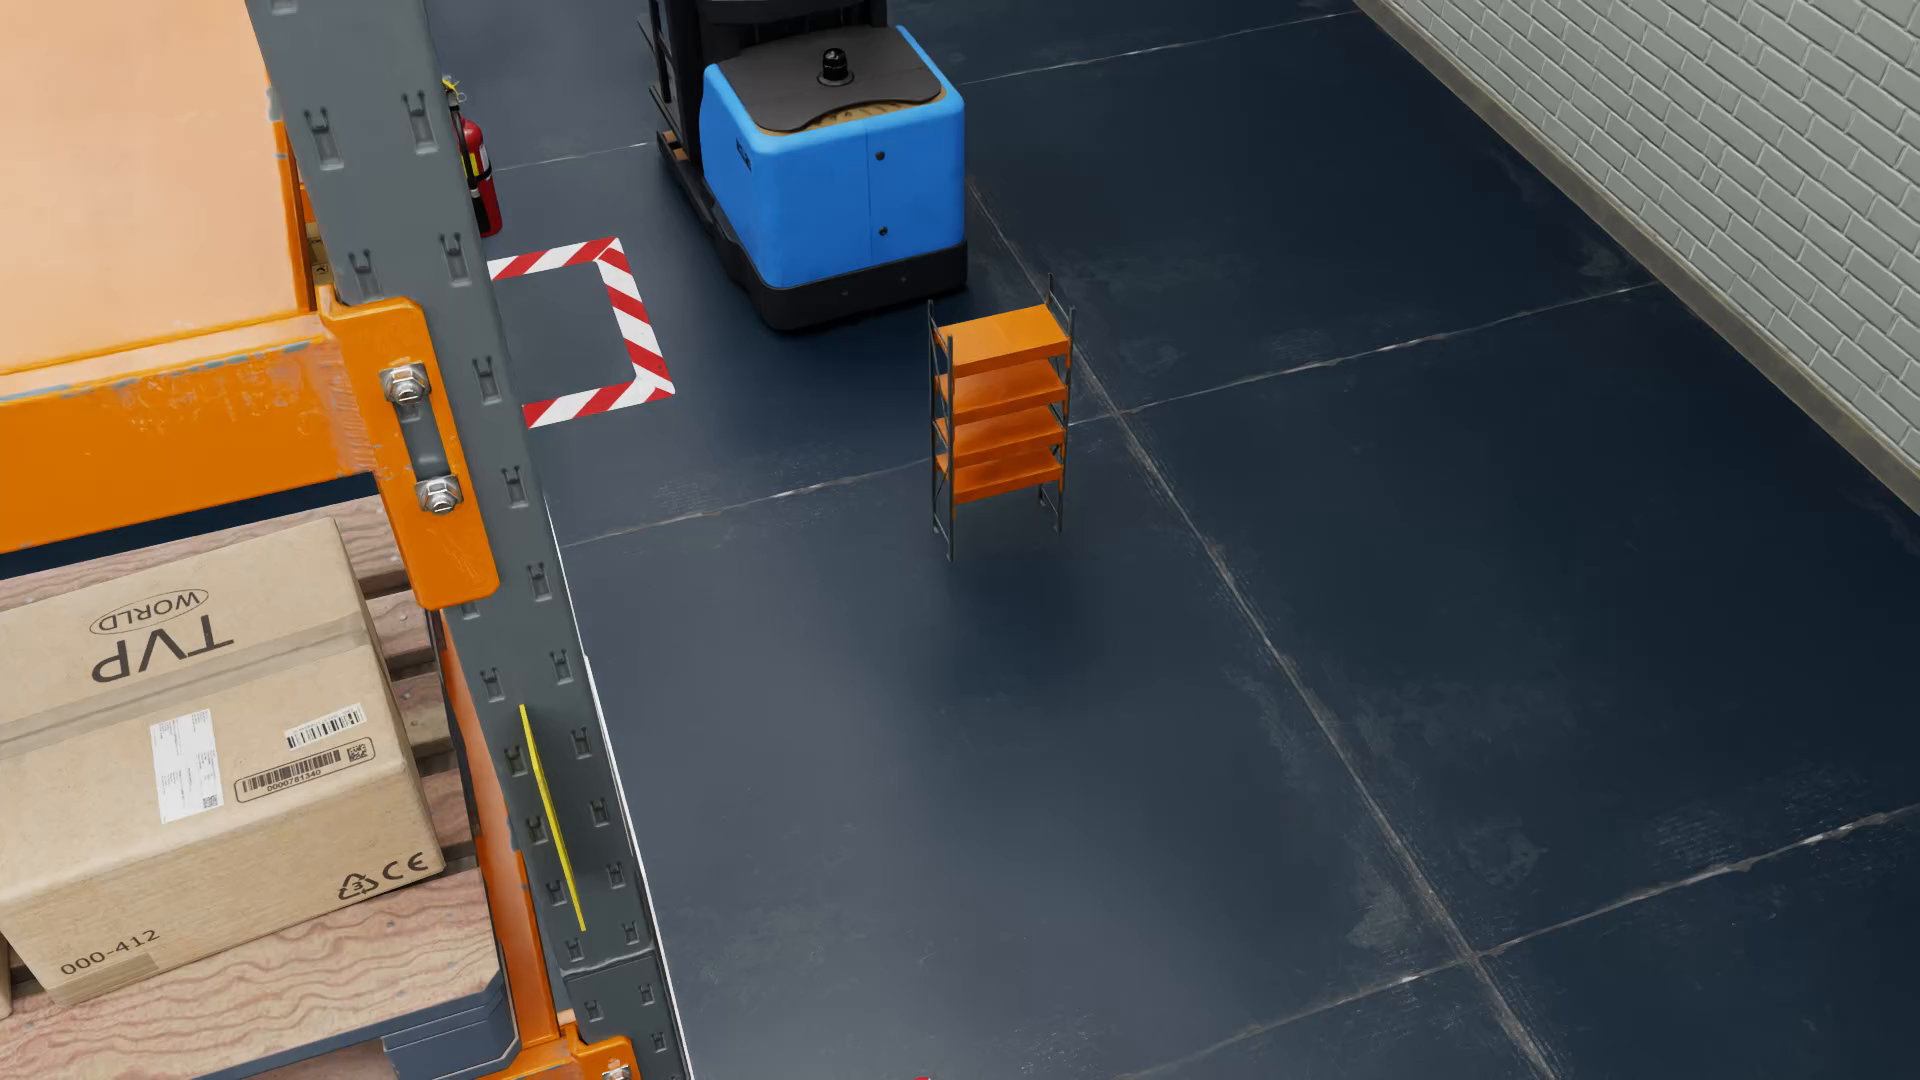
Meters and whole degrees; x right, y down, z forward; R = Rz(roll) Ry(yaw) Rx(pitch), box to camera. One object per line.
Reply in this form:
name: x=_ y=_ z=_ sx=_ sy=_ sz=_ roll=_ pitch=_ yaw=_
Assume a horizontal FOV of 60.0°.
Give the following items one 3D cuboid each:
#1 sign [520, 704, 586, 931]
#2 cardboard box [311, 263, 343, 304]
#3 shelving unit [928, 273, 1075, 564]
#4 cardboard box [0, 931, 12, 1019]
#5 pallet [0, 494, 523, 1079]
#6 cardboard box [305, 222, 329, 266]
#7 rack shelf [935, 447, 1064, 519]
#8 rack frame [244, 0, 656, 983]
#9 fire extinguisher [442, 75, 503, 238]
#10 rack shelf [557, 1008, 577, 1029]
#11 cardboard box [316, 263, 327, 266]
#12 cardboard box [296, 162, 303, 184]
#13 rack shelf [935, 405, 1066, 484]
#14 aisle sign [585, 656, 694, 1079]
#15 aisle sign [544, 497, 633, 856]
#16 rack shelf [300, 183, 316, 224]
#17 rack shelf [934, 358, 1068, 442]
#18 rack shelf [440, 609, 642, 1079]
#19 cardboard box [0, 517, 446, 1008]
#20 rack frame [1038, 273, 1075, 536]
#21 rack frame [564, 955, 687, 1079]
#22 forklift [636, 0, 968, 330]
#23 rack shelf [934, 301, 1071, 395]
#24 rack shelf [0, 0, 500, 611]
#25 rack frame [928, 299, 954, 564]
sign: x=-0.471 y=0.326 z=1.929 sx=0.005 sy=0.325 sz=0.100 roll=-14 pitch=47 yaw=-14
cardboard box: x=-2.830 y=-1.024 z=7.259 sx=0.250 sy=0.149 sz=0.380 roll=-14 pitch=47 yaw=-13
shelving unit: x=0.156 y=-0.463 z=6.674 sx=0.503 sy=1.200 sz=0.258 roll=-14 pitch=47 yaw=-14
cardboard box: x=-1.402 y=0.473 z=2.162 sx=0.250 sy=0.149 sz=0.380 roll=-18 pitch=48 yaw=-17
pallet: x=-1.337 y=0.463 z=2.425 sx=1.213 sy=0.211 sz=1.003 roll=-14 pitch=47 yaw=-14
cardboard box: x=-3.026 y=-1.421 z=7.654 sx=0.250 sy=0.149 sz=0.380 roll=-16 pitch=47 yaw=-16
rack shelf: x=0.156 y=-0.276 z=6.862 sx=0.480 sy=0.148 sz=0.258 roll=-14 pitch=47 yaw=-14
rack frame: x=-0.643 y=-0.813 z=1.516 sx=0.127 sy=3.000 sz=1.000 roll=-14 pitch=47 yaw=-14
fire extinguisher: x=-2.025 y=-1.563 z=6.817 sx=0.183 sy=0.674 sz=0.296 roll=-14 pitch=47 yaw=-14
rack shelf: x=-2.524 y=2.040 z=3.417 sx=4.000 sy=0.370 sz=1.077 roll=-14 pitch=47 yaw=-14
cardboard box: x=-2.998 y=-1.261 z=7.704 sx=0.250 sy=0.149 sz=0.380 roll=-13 pitch=46 yaw=-12
cardboard box: x=-2.629 y=-1.613 z=6.727 sx=0.250 sy=0.149 sz=0.380 roll=-14 pitch=47 yaw=-14
rack shelf: x=0.156 y=-0.416 z=6.722 sx=0.480 sy=0.148 sz=0.258 roll=-14 pitch=47 yaw=-14
aisle sign: x=-0.470 y=0.576 z=2.532 sx=0.004 sy=0.787 sz=0.394 roll=-14 pitch=47 yaw=-14
aisle sign: x=-0.673 y=0.177 z=2.930 sx=0.004 sy=0.787 sz=0.394 roll=-14 pitch=47 yaw=-14
rack shelf: x=-4.299 y=-1.234 z=6.679 sx=4.000 sy=0.370 sz=1.077 roll=-14 pitch=47 yaw=-14
rack shelf: x=0.156 y=-0.574 z=6.563 sx=0.480 sy=0.148 sz=0.258 roll=-14 pitch=47 yaw=-14
rack shelf: x=-2.524 y=0.981 z=2.354 sx=4.000 sy=0.370 sz=1.077 roll=-14 pitch=47 yaw=-14
cardboard box: x=-1.035 y=0.283 z=2.280 sx=0.500 sy=0.250 sz=0.500 roll=-18 pitch=48 yaw=-17
rack frame: x=0.385 y=-0.522 z=6.732 sx=0.015 sy=1.200 sz=0.240 roll=-14 pitch=47 yaw=-14
rack frame: x=-0.643 y=1.305 z=3.641 sx=0.127 sy=3.000 sz=1.000 roll=-14 pitch=47 yaw=-14
forklift: x=-1.007 y=-3.096 z=8.075 sx=1.130 sy=2.935 sz=3.031 roll=-17 pitch=48 yaw=-16
rack shelf: x=0.156 y=-0.741 z=6.396 sx=0.480 sy=0.148 sz=0.258 roll=-14 pitch=47 yaw=-14
rack shelf: x=-2.524 y=0.063 z=1.433 sx=4.000 sy=0.370 sz=1.077 roll=-14 pitch=47 yaw=-14
rack frame: x=-0.074 y=-0.405 z=6.616 sx=0.015 sy=1.200 sz=0.240 roll=-14 pitch=47 yaw=-14
